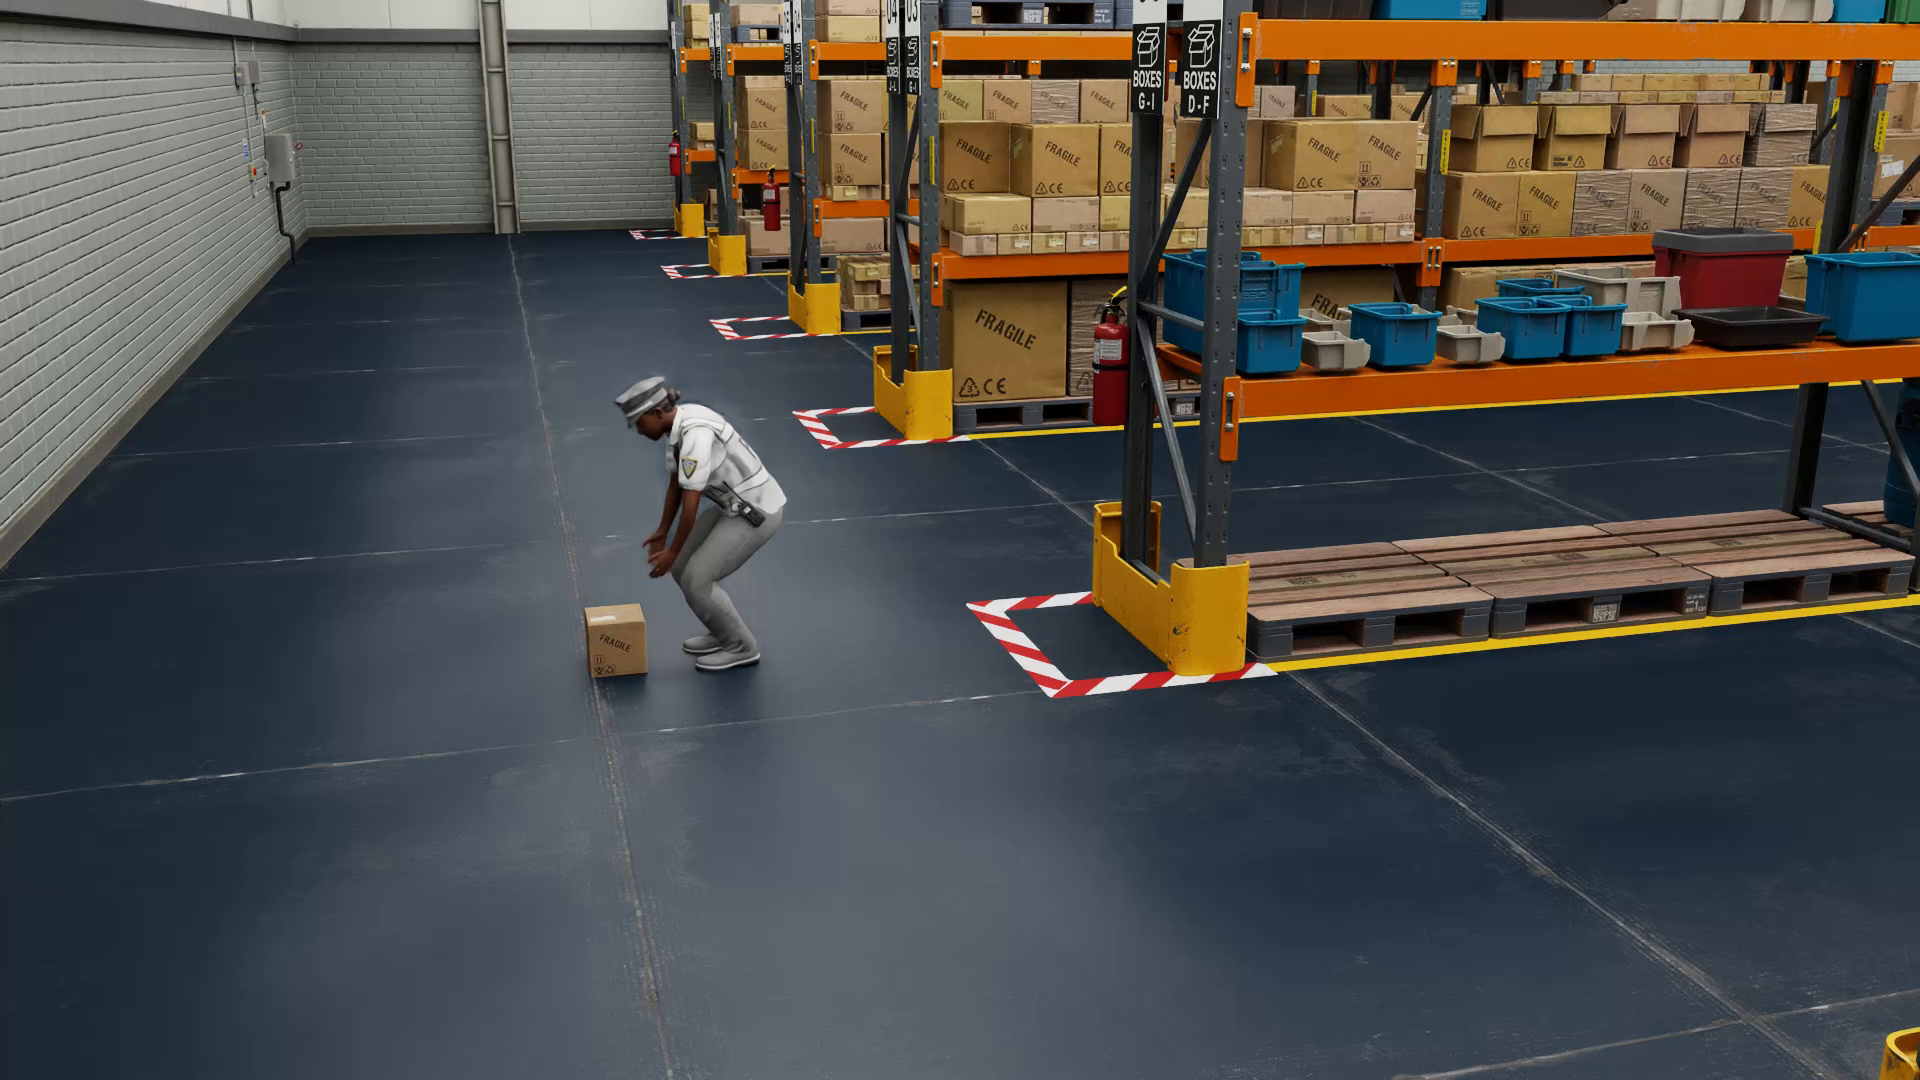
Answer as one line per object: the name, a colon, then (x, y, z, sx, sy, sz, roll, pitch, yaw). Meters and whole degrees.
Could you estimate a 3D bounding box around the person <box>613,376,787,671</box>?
person: (-1.142, -0.082, 7.431, 0.741, 1.331, 0.496, -4, 17, -15)
